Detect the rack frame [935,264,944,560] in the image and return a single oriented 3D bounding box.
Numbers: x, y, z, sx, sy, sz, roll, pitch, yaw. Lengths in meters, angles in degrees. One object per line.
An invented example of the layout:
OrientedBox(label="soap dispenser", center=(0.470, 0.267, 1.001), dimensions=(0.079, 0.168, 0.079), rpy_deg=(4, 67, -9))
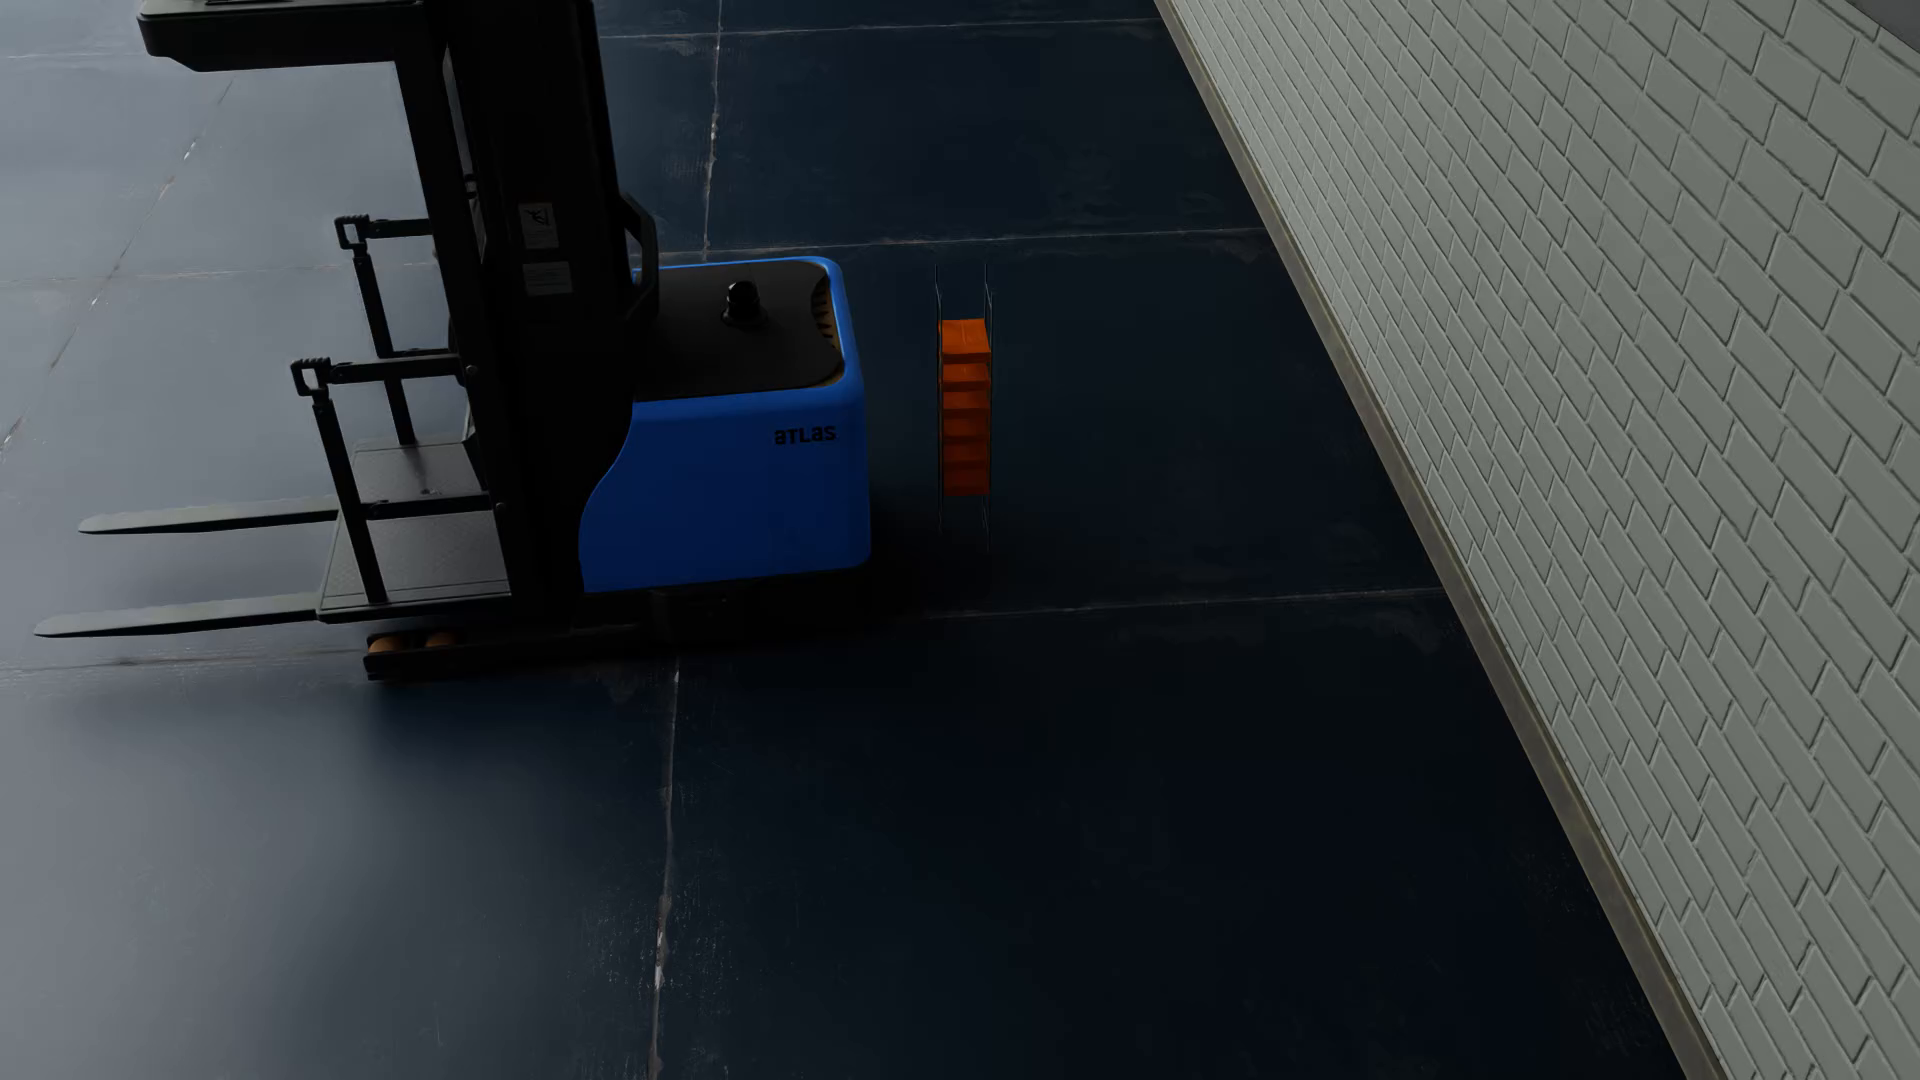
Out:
OrientedBox(label="rack frame", center=(-0.077, -0.467, 6.373), dimensions=(0.006, 1.200, 0.240), rpy_deg=(-3, 38, -4))

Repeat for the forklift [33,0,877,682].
OrientedBox(label="forklift", center=(-1.878, -0.984, 5.630), dimensions=(3.031, 2.935, 1.130), rpy_deg=(-5, 39, -7))

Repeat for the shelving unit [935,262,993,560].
OrientedBox(label="shelving unit", center=(0.014, -0.472, 6.379), dimensions=(0.189, 1.200, 0.258), rpy_deg=(-3, 38, -4))

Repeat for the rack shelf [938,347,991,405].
OrientedBox(label="rack shelf", center=(0.014, -0.625, 6.258), dimensions=(0.180, 0.103, 0.258), rpy_deg=(-3, 38, -4))

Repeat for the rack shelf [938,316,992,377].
OrientedBox(label="rack shelf", center=(0.014, -0.720, 6.184), dimensions=(0.180, 0.103, 0.258), rpy_deg=(-3, 38, -4))

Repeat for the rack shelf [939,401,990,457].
OrientedBox(label="rack shelf", center=(0.014, -0.437, 6.407), dimensions=(0.180, 0.103, 0.258), rpy_deg=(-3, 38, -4))

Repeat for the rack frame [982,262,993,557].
OrientedBox(label="rack frame", center=(0.106, -0.477, 6.386), dimensions=(0.006, 1.200, 0.240), rpy_deg=(-3, 38, -4))

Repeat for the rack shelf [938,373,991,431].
OrientedBox(label="rack shelf", center=(0.014, -0.531, 6.333), dimensions=(0.180, 0.103, 0.258), rpy_deg=(-3, 38, -4))

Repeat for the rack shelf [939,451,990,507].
OrientedBox(label="rack shelf", center=(0.014, -0.249, 6.556), dimensions=(0.180, 0.103, 0.258), rpy_deg=(-3, 38, -4))

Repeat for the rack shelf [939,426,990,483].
OrientedBox(label="rack shelf", center=(0.014, -0.343, 6.481), dimensions=(0.180, 0.103, 0.258), rpy_deg=(-3, 38, -4))
